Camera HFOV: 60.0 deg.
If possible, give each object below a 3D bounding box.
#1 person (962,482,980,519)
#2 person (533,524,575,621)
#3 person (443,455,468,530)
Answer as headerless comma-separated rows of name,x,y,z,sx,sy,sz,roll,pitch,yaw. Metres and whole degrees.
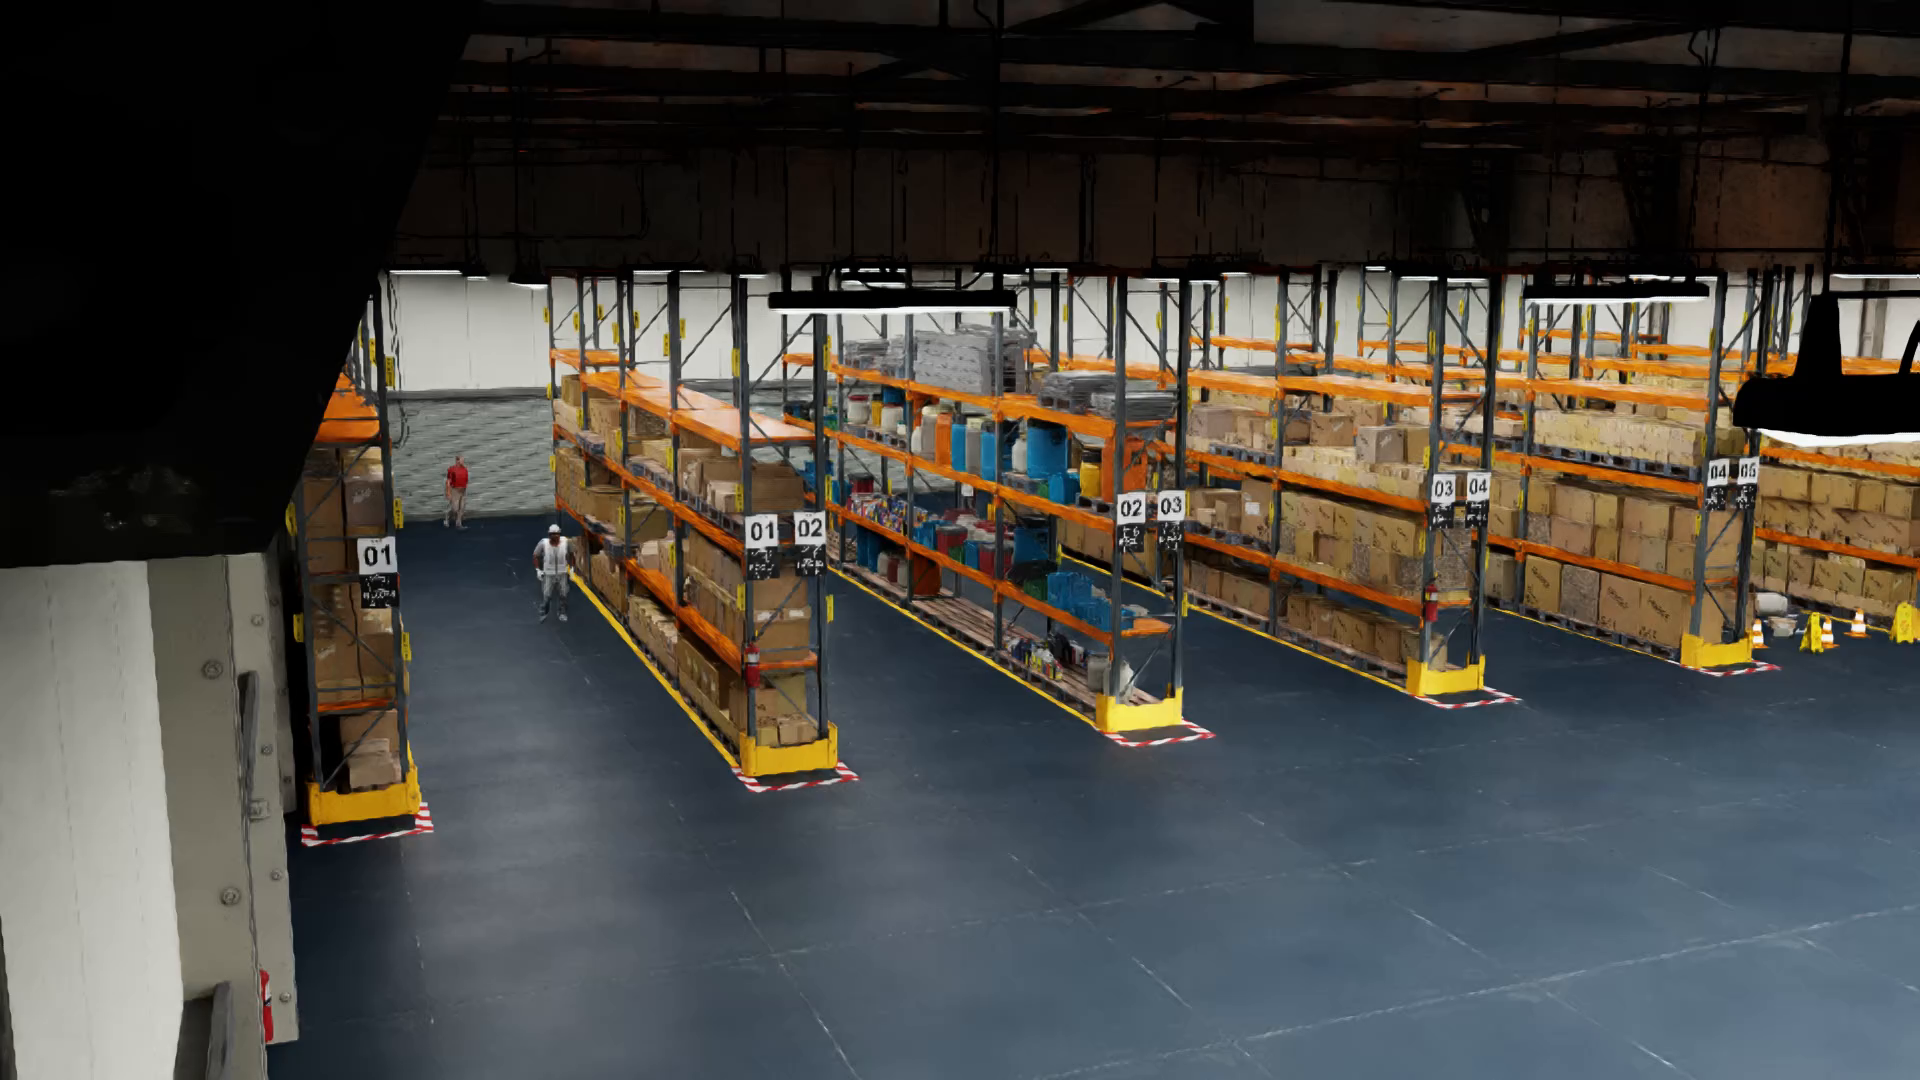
person,0.187,-1.017,37.347,0.506,1.767,0.658,-6,12,-31
person,-6.940,0.561,28.474,0.702,1.735,0.549,-4,11,-23
person,-11.536,-1.100,38.007,0.546,1.720,0.607,6,12,31
